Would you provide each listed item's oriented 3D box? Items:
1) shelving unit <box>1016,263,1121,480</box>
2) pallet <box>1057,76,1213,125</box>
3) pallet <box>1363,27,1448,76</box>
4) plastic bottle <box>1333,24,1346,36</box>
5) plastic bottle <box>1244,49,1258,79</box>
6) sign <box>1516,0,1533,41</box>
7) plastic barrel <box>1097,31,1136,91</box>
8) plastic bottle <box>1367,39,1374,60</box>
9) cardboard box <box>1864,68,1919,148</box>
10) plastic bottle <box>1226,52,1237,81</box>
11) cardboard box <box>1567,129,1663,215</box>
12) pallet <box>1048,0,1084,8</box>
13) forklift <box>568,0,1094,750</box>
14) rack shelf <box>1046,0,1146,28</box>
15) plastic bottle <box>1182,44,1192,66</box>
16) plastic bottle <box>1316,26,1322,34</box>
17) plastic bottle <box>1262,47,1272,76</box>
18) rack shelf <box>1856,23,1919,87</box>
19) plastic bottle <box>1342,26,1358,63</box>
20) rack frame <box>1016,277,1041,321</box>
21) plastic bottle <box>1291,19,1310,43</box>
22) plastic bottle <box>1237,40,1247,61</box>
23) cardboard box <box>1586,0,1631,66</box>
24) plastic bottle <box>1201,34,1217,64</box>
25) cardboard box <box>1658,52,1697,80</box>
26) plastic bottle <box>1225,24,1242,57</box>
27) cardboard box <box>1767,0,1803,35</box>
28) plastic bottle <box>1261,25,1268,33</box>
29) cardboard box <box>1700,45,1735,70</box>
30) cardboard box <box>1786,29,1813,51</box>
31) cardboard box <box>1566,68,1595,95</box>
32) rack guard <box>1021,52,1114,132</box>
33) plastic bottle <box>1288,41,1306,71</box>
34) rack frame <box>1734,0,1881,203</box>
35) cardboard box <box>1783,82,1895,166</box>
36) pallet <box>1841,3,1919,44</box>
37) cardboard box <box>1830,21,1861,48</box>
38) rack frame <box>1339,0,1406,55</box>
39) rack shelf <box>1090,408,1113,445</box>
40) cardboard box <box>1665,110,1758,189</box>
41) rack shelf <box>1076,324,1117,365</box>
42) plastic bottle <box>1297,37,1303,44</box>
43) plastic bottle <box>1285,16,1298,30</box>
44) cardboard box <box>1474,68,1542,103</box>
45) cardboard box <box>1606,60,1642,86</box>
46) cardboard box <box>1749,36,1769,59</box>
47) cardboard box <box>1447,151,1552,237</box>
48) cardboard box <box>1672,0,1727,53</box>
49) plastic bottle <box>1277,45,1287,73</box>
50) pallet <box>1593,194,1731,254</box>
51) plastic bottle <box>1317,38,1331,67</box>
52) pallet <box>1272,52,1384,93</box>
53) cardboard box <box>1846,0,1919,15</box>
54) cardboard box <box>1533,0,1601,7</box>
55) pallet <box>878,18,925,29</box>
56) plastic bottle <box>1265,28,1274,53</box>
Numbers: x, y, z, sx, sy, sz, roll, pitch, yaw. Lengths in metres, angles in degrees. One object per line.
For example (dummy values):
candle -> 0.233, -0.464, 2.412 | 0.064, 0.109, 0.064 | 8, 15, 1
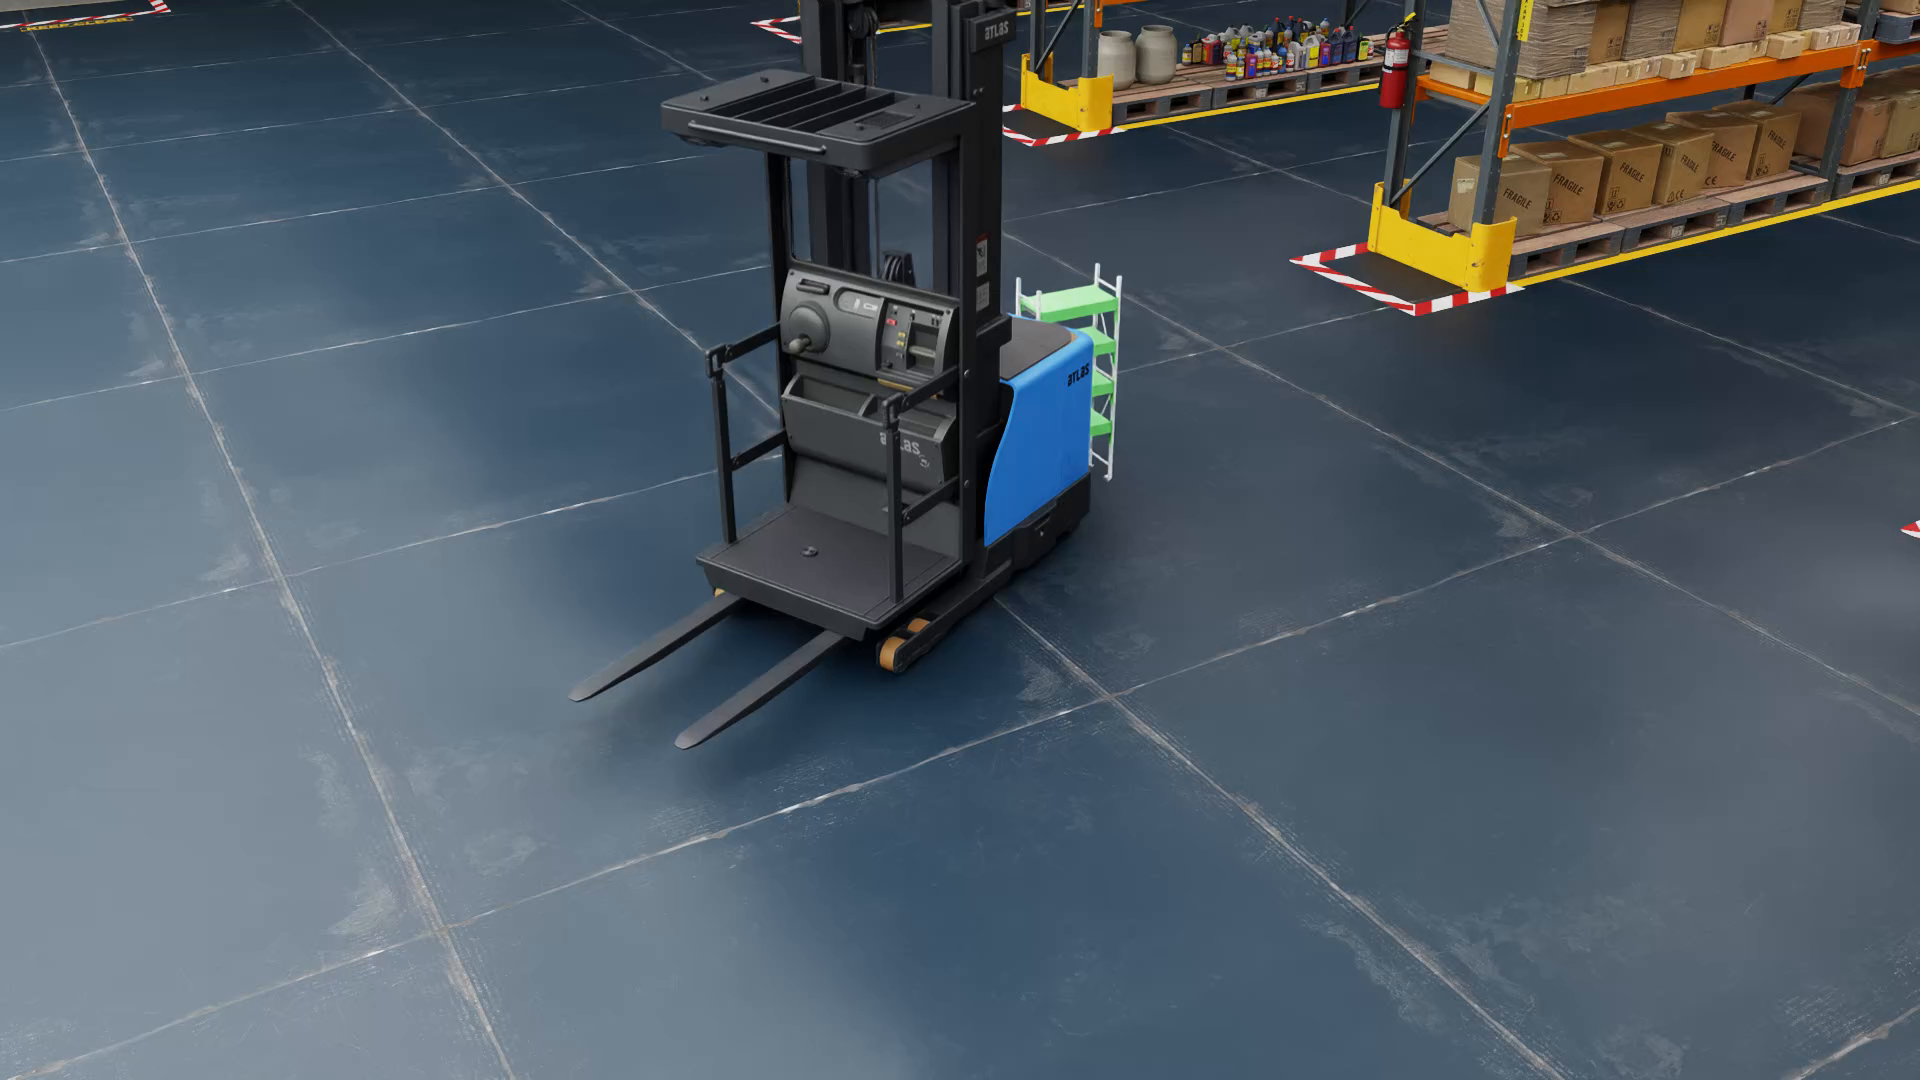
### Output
shelving unit -> 0.576, -0.862, 9.070 | 0.503, 1.200, 0.258 | -14, 32, -24
pallet -> 1.730, -4.426, 16.552 | 1.213, 0.211, 1.003 | -16, 33, -26
pallet -> 5.091, -5.379, 18.278 | 1.213, 0.211, 1.003 | -16, 33, -26
plastic bottle -> 3.952, -5.206, 17.366 | 0.185, 0.351, 0.144 | -16, 33, -26
plastic bottle -> 2.911, -4.777, 16.658 | 0.133, 0.283, 0.061 | -15, 32, -26
sign -> 3.769, -3.502, 11.095 | 0.005, 0.325, 0.100 | -16, 33, -26
plastic barrel -> 1.514, -4.700, 16.302 | 0.421, 0.512, 0.421 | 0, 29, 0
plastic bottle -> 4.279, -5.140, 17.400 | 0.097, 0.201, 0.097 | 0, 29, 0
cardboard box -> 8.386, -3.814, 14.687 | 0.500, 0.500, 0.700 | -19, 34, -30
plastic bottle -> 2.706, -4.724, 16.574 | 0.097, 0.271, 0.097 | 0, 29, 0
cardboard box -> 5.089, -2.890, 13.035 | 0.500, 0.500, 0.500 | -13, 31, -22
pallet -> 1.221, -7.058, 21.320 | 1.213, 0.211, 1.003 | -16, 33, -26
forklift -> -0.548, -0.934, 7.409 | 1.130, 2.935, 3.031 | 18, 34, 29
rack shelf -> 2.710, -5.587, 16.513 | 4.000, 0.370, 1.077 | -16, 33, -26
plastic bottle -> 2.347, -5.012, 17.168 | 0.097, 0.201, 0.097 | 0, 29, 0
plastic bottle -> 3.849, -5.438, 17.941 | 0.097, 0.201, 0.097 | 0, 29, 0
plastic bottle -> 3.088, -4.833, 16.771 | 0.097, 0.271, 0.097 | 0, 29, 0
rack shelf -> 8.667, -4.503, 14.549 | 4.000, 0.370, 1.077 | -16, 33, -26
plastic bottle -> 4.025, -5.146, 17.257 | 0.185, 0.351, 0.144 | -17, 33, -28
rack frame -> 0.359, -0.808, 8.972 | 0.015, 1.200, 0.240 | -14, 32, -24
plastic bottle -> 3.601, -5.339, 17.607 | 0.185, 0.351, 0.144 | -16, 33, -26
plastic bottle -> 2.937, -5.099, 17.325 | 0.097, 0.201, 0.097 | 0, 29, 0
cardboard box -> 4.353, -3.818, 12.153 | 0.500, 0.500, 0.875 | -16, 33, -26
plastic bottle -> 2.578, -5.095, 17.241 | 0.135, 0.276, 0.152 | -16, 33, -26
cardboard box -> 5.203, -3.536, 12.313 | 0.250, 0.149, 0.380 | -16, 33, -26
plastic bottle -> 2.838, -5.204, 17.361 | 0.185, 0.351, 0.144 | -14, 32, -24
cardboard box -> 6.075, -4.310, 13.044 | 0.500, 0.500, 0.875 | -16, 33, -26
plastic bottle -> 3.202, -5.301, 17.606 | 0.133, 0.283, 0.061 | -14, 32, -24
cardboard box -> 5.606, -3.682, 12.577 | 0.250, 0.149, 0.380 | -16, 33, -26
cardboard box -> 6.440, -3.949, 13.062 | 0.250, 0.149, 0.380 | -16, 33, -26
cardboard box -> 4.309, -3.317, 11.917 | 0.250, 0.149, 0.380 | -16, 33, -26
rack guard -> 1.027, -4.356, 16.126 | 0.348, 0.500, 1.175 | -16, 33, -26
plastic bottle -> 3.439, -4.949, 16.978 | 0.135, 0.276, 0.152 | -15, 32, -25
rack frame -> 6.943, -4.328, 13.488 | 0.127, 3.000, 1.000 | -16, 33, -26
cardboard box -> 7.483, -3.567, 14.242 | 0.500, 0.500, 0.700 | -19, 34, -30
pallet -> 7.676, -4.370, 13.763 | 1.213, 0.211, 1.003 | -16, 33, -26
cardboard box -> 6.907, -4.043, 13.231 | 0.250, 0.149, 0.380 | -16, 33, -26
rack frame -> 4.434, -6.391, 17.227 | 0.127, 3.000, 1.000 | -16, 33, -26
rack shelf -> 0.576, -0.596, 9.217 | 0.480, 0.148, 0.258 | -14, 32, -24
cardboard box -> 6.088, -3.193, 13.583 | 0.500, 0.500, 0.500 | -6, 29, -11
rack shelf -> 0.576, -1.016, 8.985 | 0.480, 0.148, 0.258 | -14, 32, -24
plastic bottle -> 3.507, -5.027, 17.111 | 0.133, 0.283, 0.061 | -16, 33, -26
plastic bottle -> 3.528, -5.399, 17.716 | 0.185, 0.351, 0.144 | -15, 32, -25
cardboard box -> 3.861, -3.209, 11.721 | 0.250, 0.149, 0.380 | -16, 33, -26
cardboard box -> 4.734, -3.446, 12.149 | 0.250, 0.149, 0.380 | -16, 33, -26
cardboard box -> 5.999, -3.836, 12.856 | 0.250, 0.149, 0.380 | -16, 33, -26
cardboard box -> 4.041, -2.584, 12.480 | 0.500, 0.500, 0.500 | -10, 30, -17
cardboard box -> 5.243, -4.040, 12.555 | 0.500, 0.500, 0.875 | -16, 33, -26
plastic bottle -> 3.263, -4.882, 16.861 | 0.097, 0.271, 0.097 | 0, 29, 0
pallet -> 5.329, -2.627, 13.292 | 1.213, 0.211, 1.003 | -16, 33, -26
plastic bottle -> 3.740, -5.013, 17.085 | 0.133, 0.283, 0.061 | -14, 32, -23
pallet -> 3.834, -5.023, 17.634 | 1.213, 0.211, 1.003 | -16, 33, -26
cardboard box -> 7.699, -4.911, 13.488 | 1.000, 1.000, 1.000 | -16, 33, -26
cardboard box -> 4.107, -3.982, 11.414 | 0.500, 0.500, 0.500 | -16, 33, -26
pallet -> -0.883, -6.460, 20.238 | 1.213, 0.211, 1.003 | -16, 33, -26
plastic bottle -> 3.257, -5.267, 17.557 | 0.097, 0.271, 0.097 | 0, 29, 0
